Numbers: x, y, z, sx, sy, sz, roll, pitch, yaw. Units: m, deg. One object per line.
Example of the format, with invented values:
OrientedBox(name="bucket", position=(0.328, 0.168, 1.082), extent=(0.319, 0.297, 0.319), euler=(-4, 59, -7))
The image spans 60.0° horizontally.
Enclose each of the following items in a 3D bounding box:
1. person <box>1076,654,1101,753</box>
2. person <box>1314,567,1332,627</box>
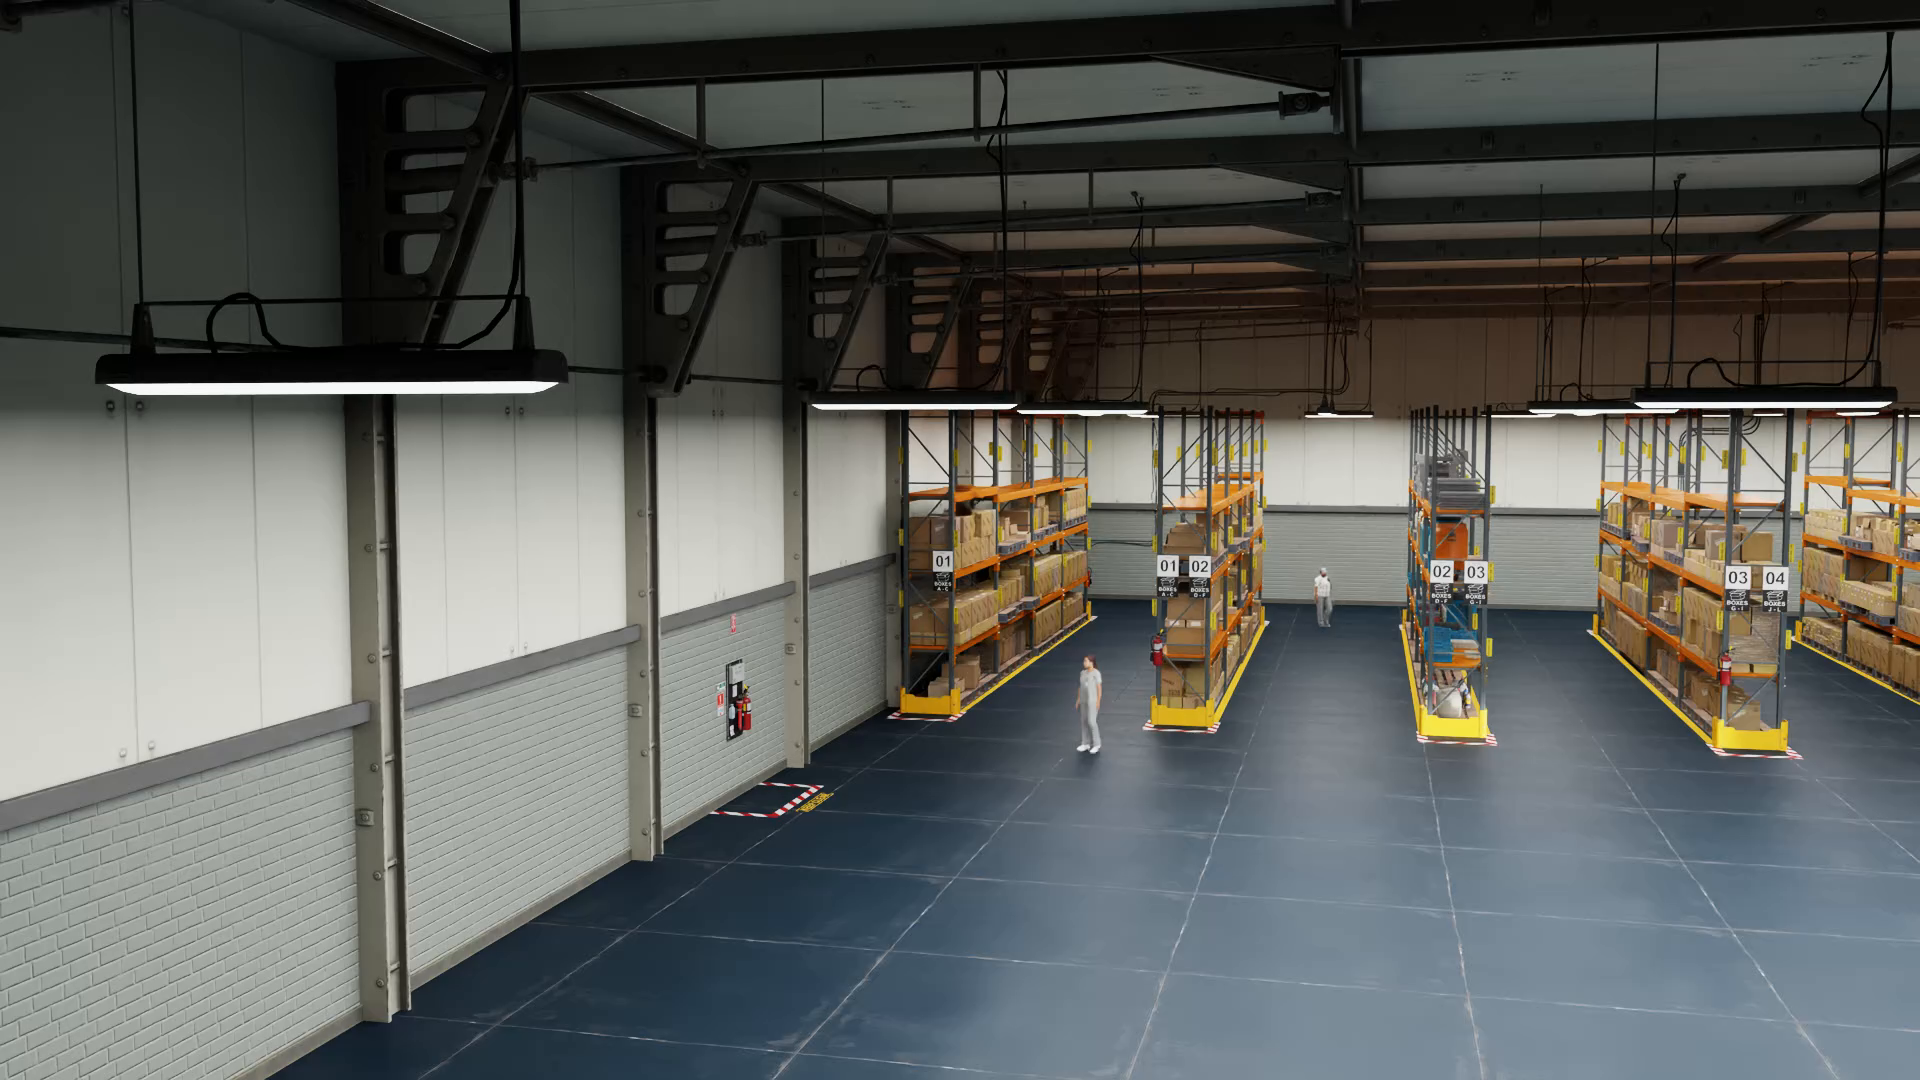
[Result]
OrientedBox(name="person", position=(2.225, 2.827, 28.814), extent=(0.384, 1.696, 0.476), euler=(-4, 5, -41))
OrientedBox(name="person", position=(10.098, 1.594, 46.221), extent=(0.589, 1.688, 0.400), euler=(-2, 5, -24))
